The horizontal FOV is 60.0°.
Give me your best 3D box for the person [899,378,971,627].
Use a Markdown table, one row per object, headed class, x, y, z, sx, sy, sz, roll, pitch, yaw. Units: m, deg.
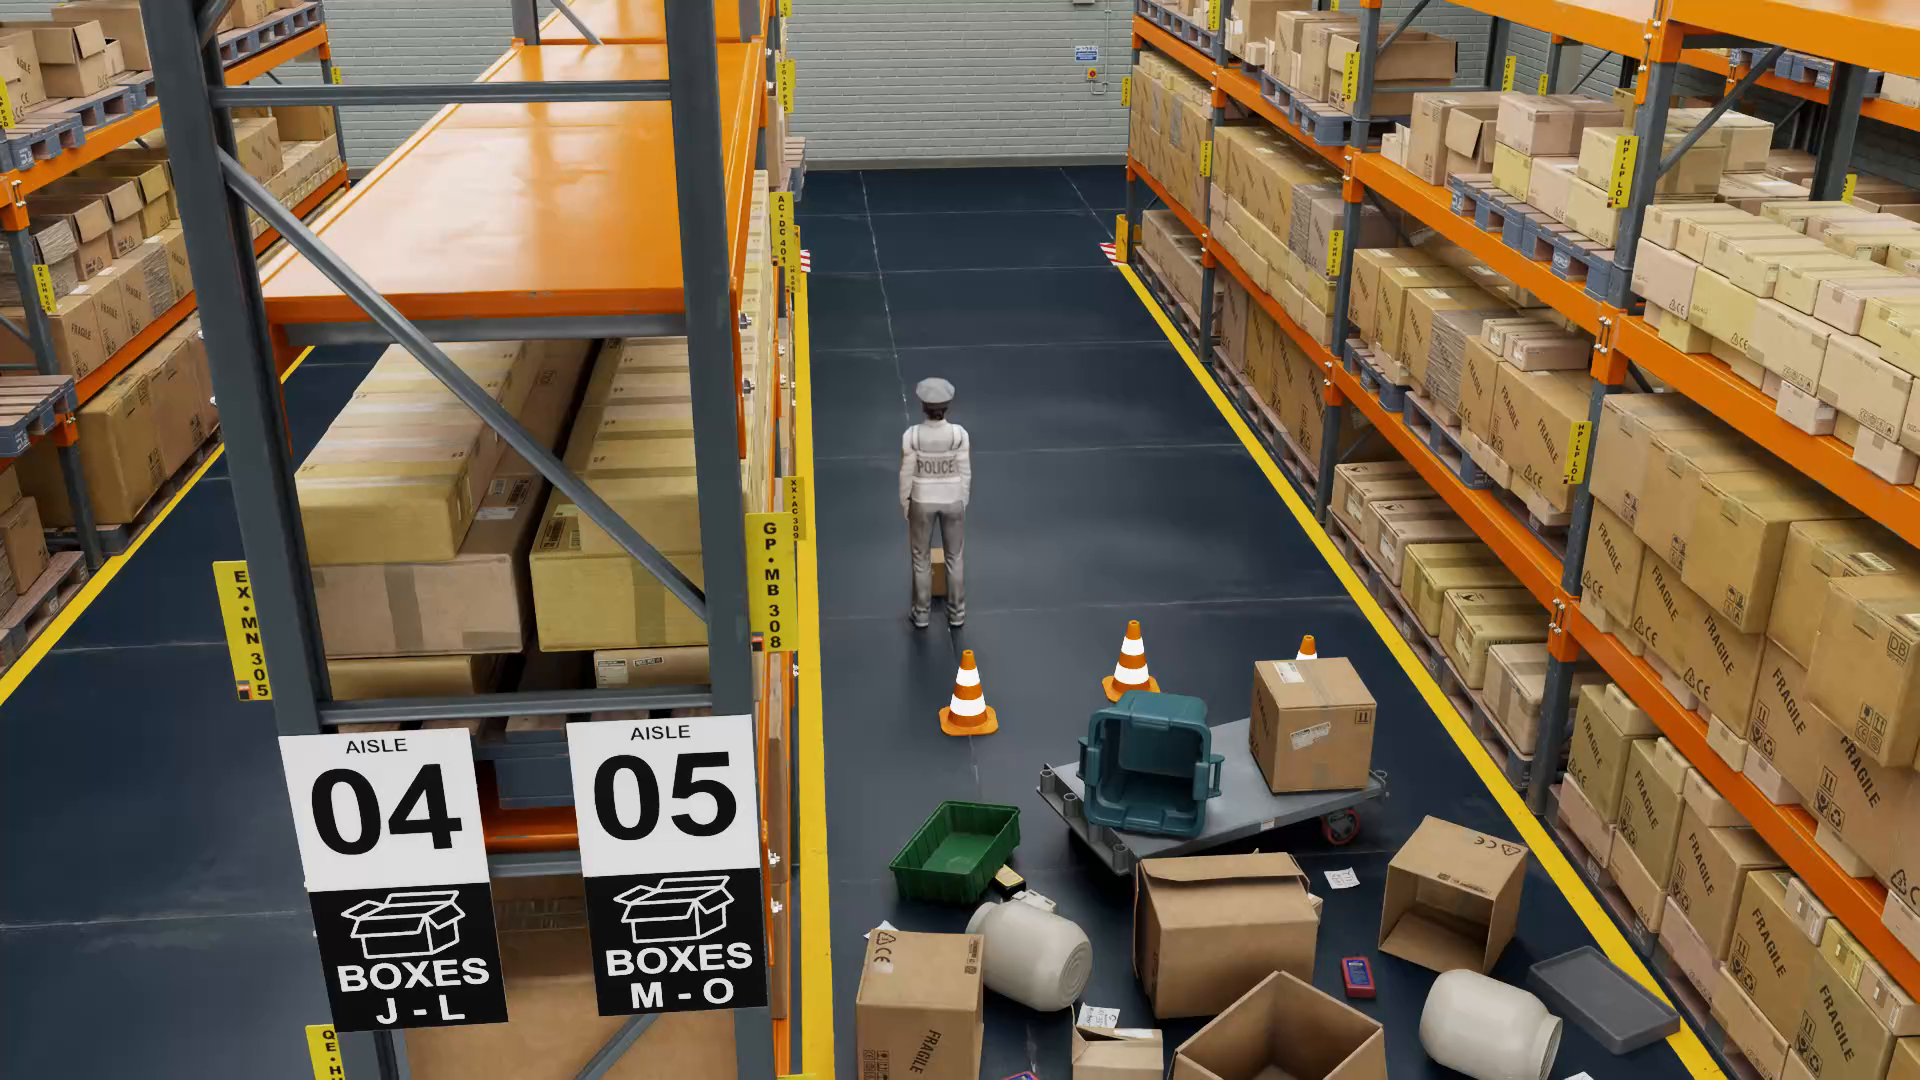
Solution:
| class | x | y | z | sx | sy | sz | roll | pitch | yaw |
| --- | --- | --- | --- | --- | --- | --- | --- | --- | --- |
| person | -0.165 | -0.236 | 10.820 | 0.466 | 1.680 | 0.342 | -2 | 24 | -4 |
